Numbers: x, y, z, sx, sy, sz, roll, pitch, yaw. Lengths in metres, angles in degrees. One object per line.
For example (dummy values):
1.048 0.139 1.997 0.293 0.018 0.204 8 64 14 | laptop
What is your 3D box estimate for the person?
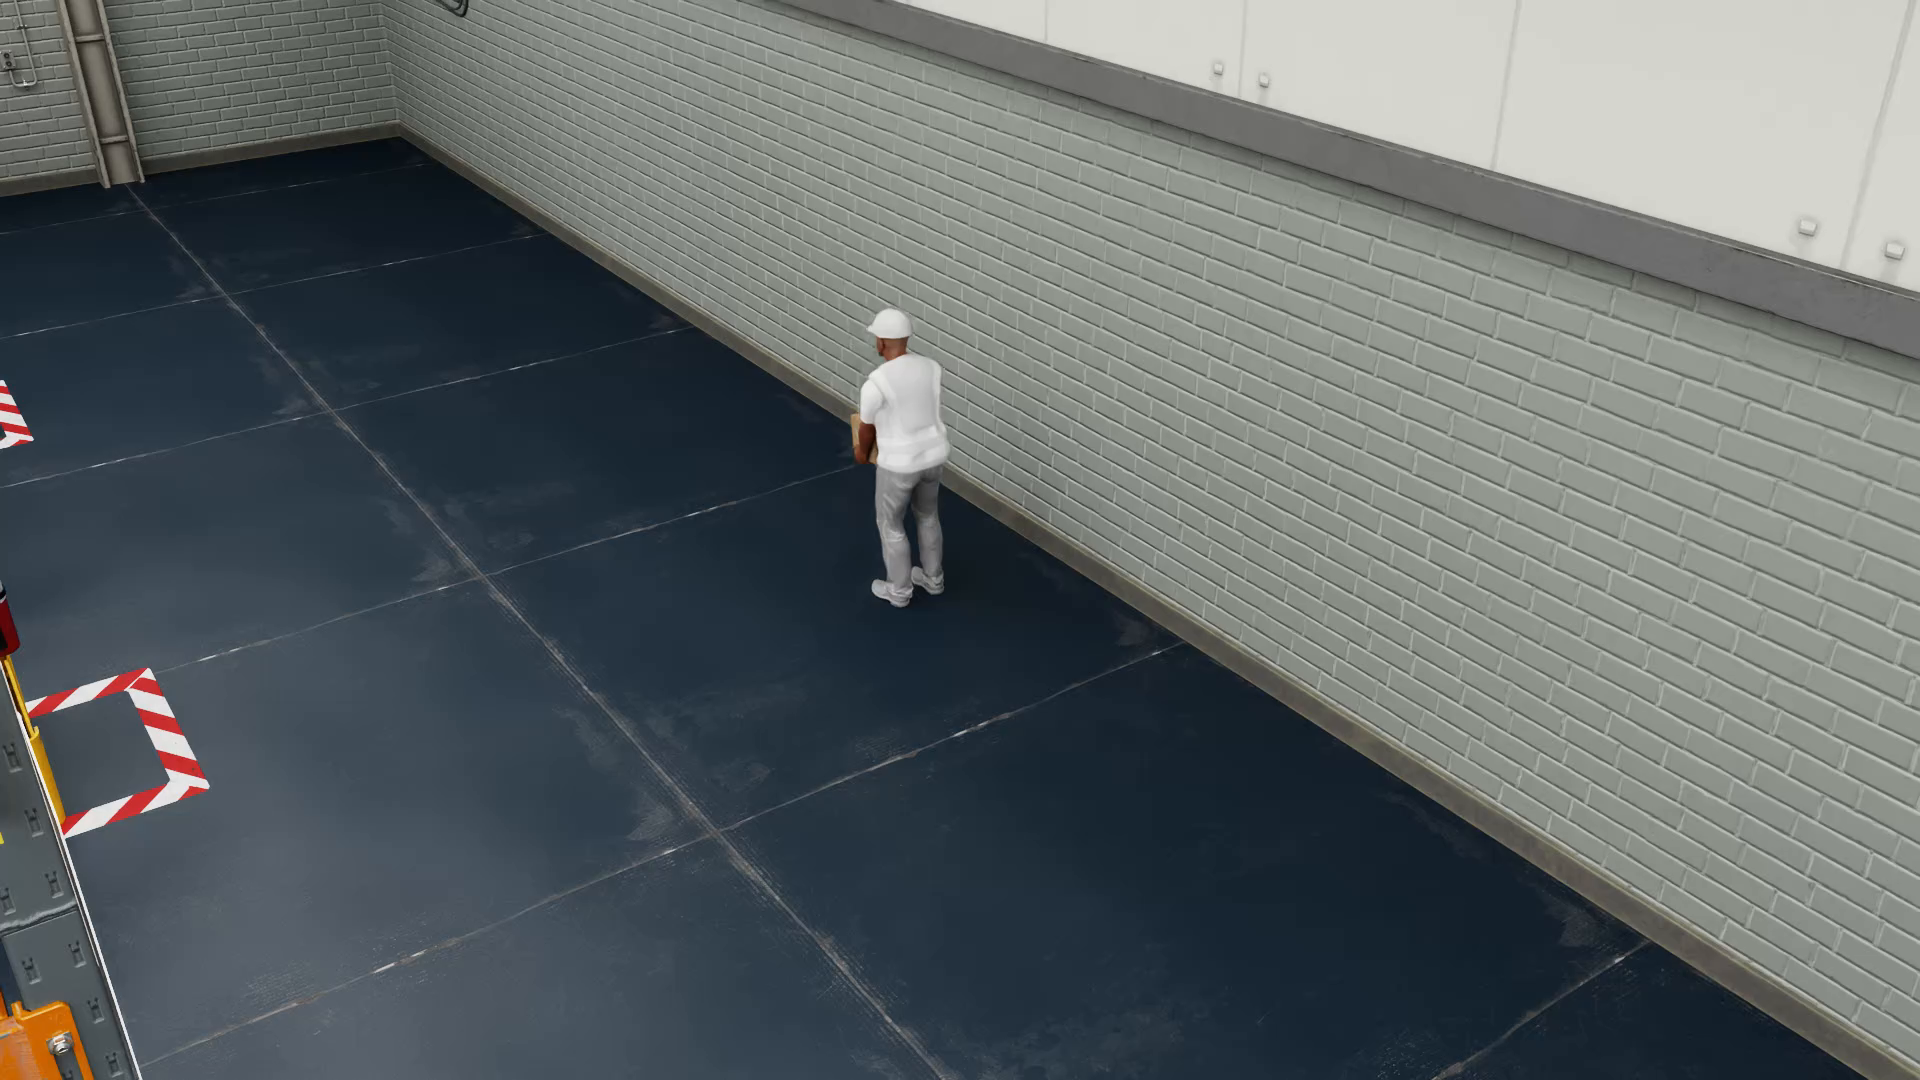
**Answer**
-0.356 -0.487 9.518 0.501 1.746 0.592 -19 34 -31 | person
